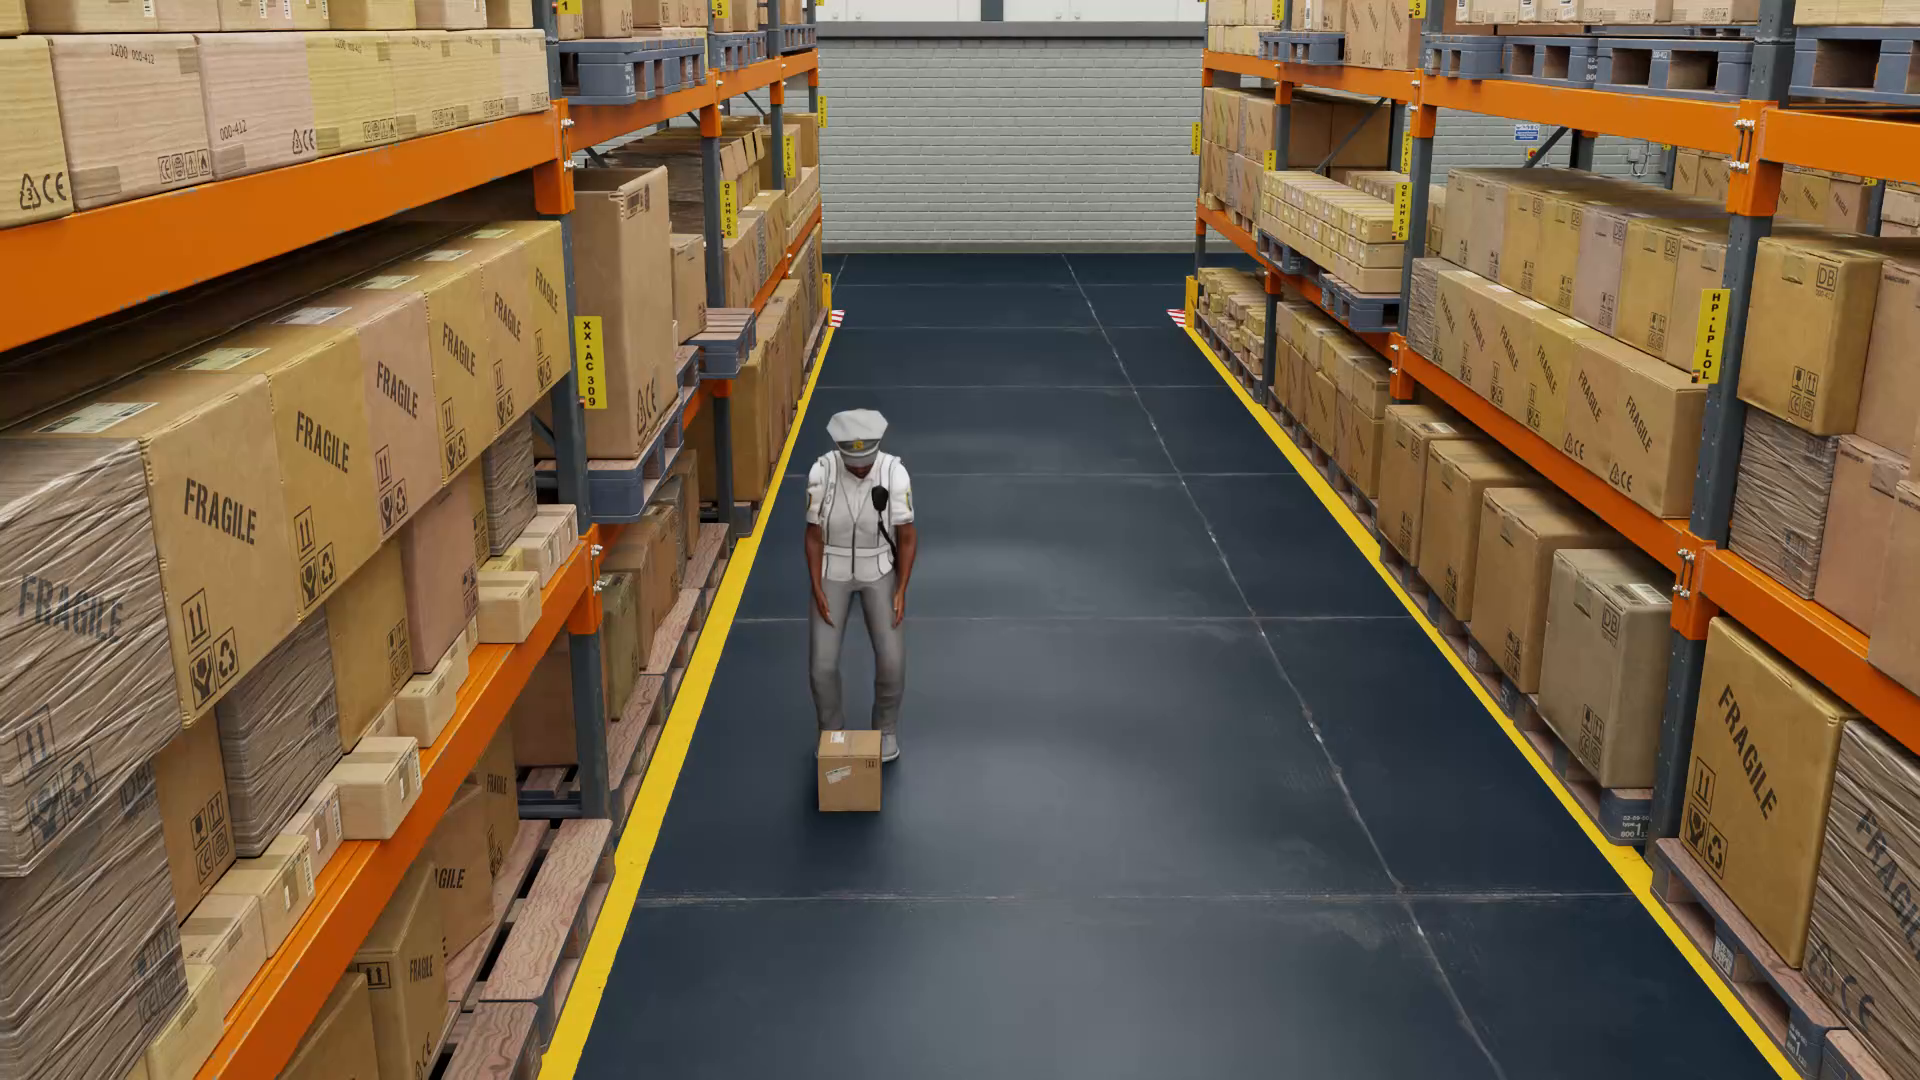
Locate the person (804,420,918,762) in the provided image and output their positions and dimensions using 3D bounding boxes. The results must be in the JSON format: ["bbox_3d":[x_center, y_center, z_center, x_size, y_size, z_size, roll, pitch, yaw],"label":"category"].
[{"bbox_3d":[-0.418,0.235,7.048,0.484,1.524,0.470,0,17,0],"label":"person"}]
